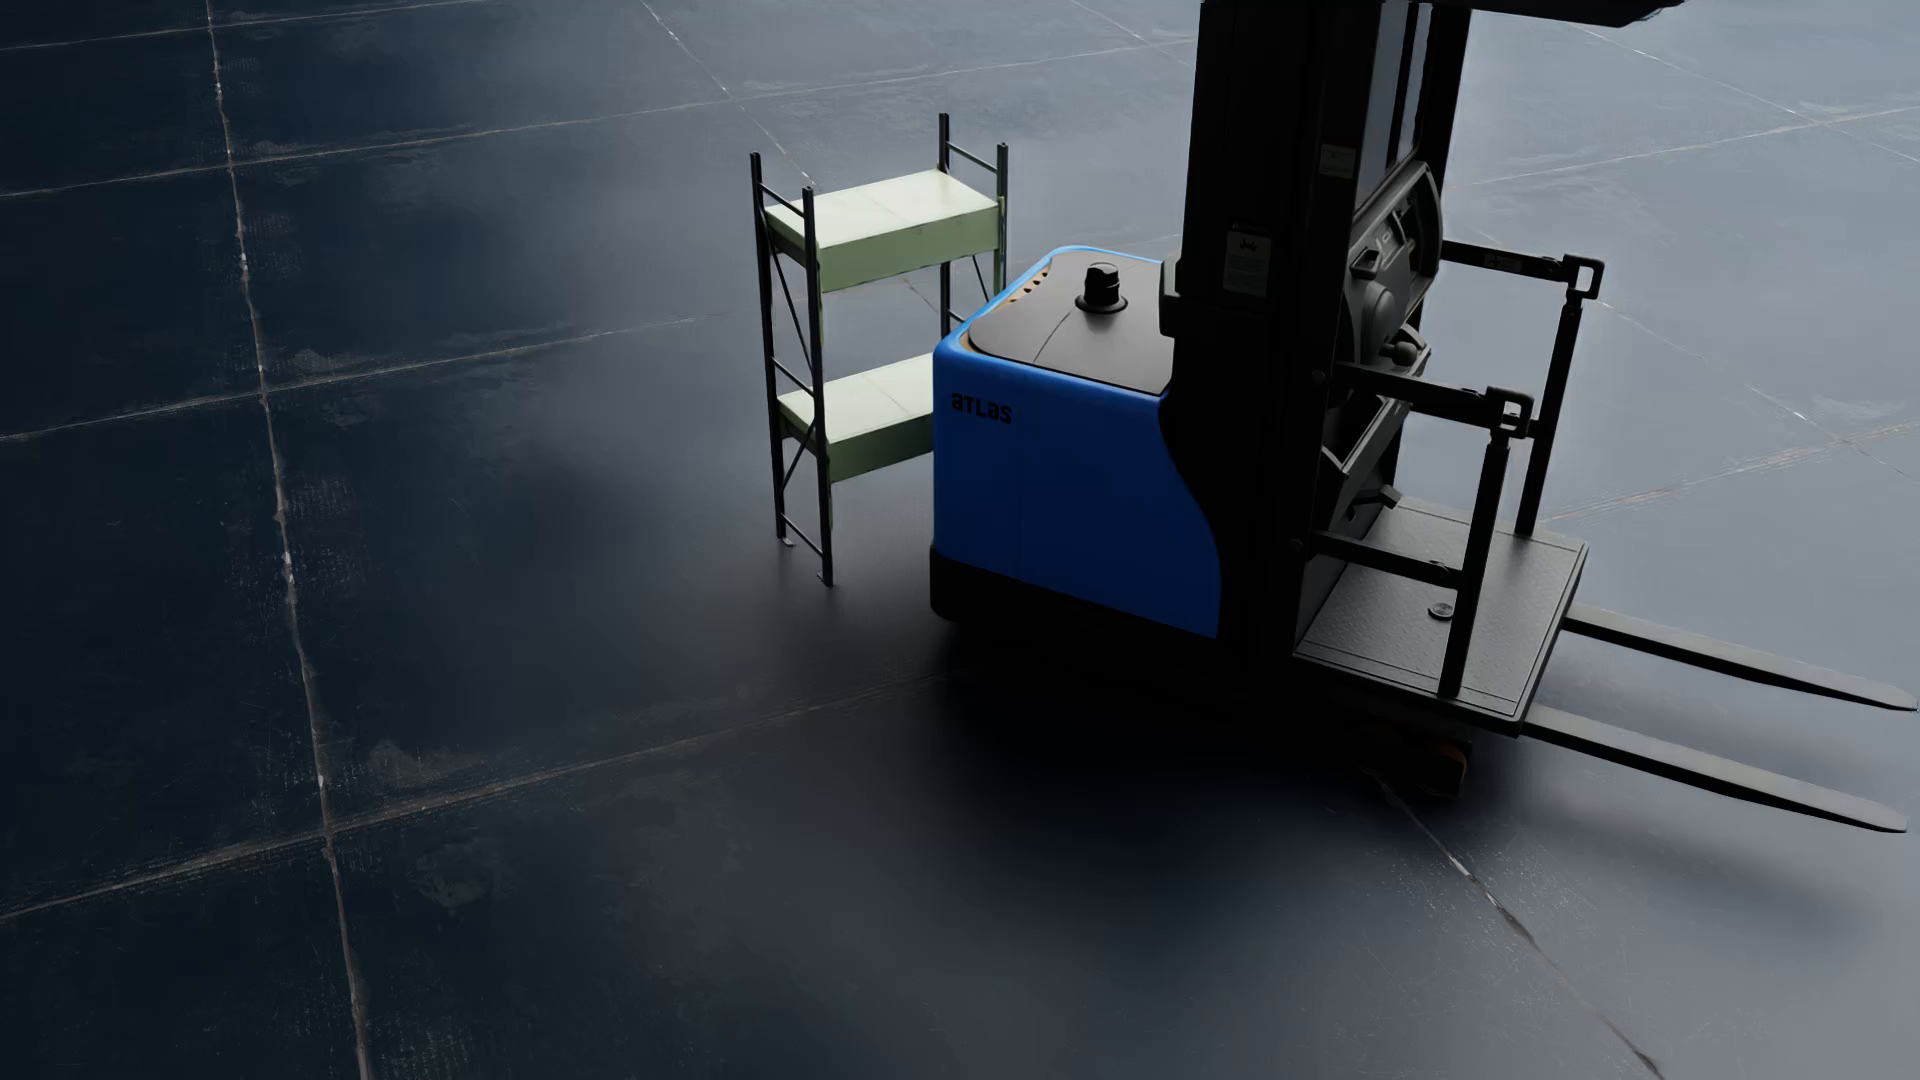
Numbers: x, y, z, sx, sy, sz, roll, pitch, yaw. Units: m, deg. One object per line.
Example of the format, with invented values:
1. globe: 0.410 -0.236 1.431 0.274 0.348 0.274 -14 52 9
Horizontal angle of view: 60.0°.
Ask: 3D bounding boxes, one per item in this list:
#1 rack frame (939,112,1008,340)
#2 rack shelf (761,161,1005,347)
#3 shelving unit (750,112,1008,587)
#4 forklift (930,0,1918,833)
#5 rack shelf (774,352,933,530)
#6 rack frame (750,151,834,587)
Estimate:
1. rack frame: 0.044 -0.769 6.057 0.023 1.500 0.400 -19 38 -27
2. rack shelf: -0.265 -0.989 5.679 0.720 0.370 0.431 -19 38 -27
3. shelving unit: -0.265 -0.662 5.892 0.755 1.500 0.431 -19 38 -27
4. forklift: 1.441 -0.784 4.768 3.031 2.935 1.130 16 36 23
5. rack shelf: -0.265 -0.388 6.069 0.720 0.370 0.431 -19 38 -27
6. rack frame: -0.573 -0.554 5.726 0.023 1.500 0.400 -19 38 -27
